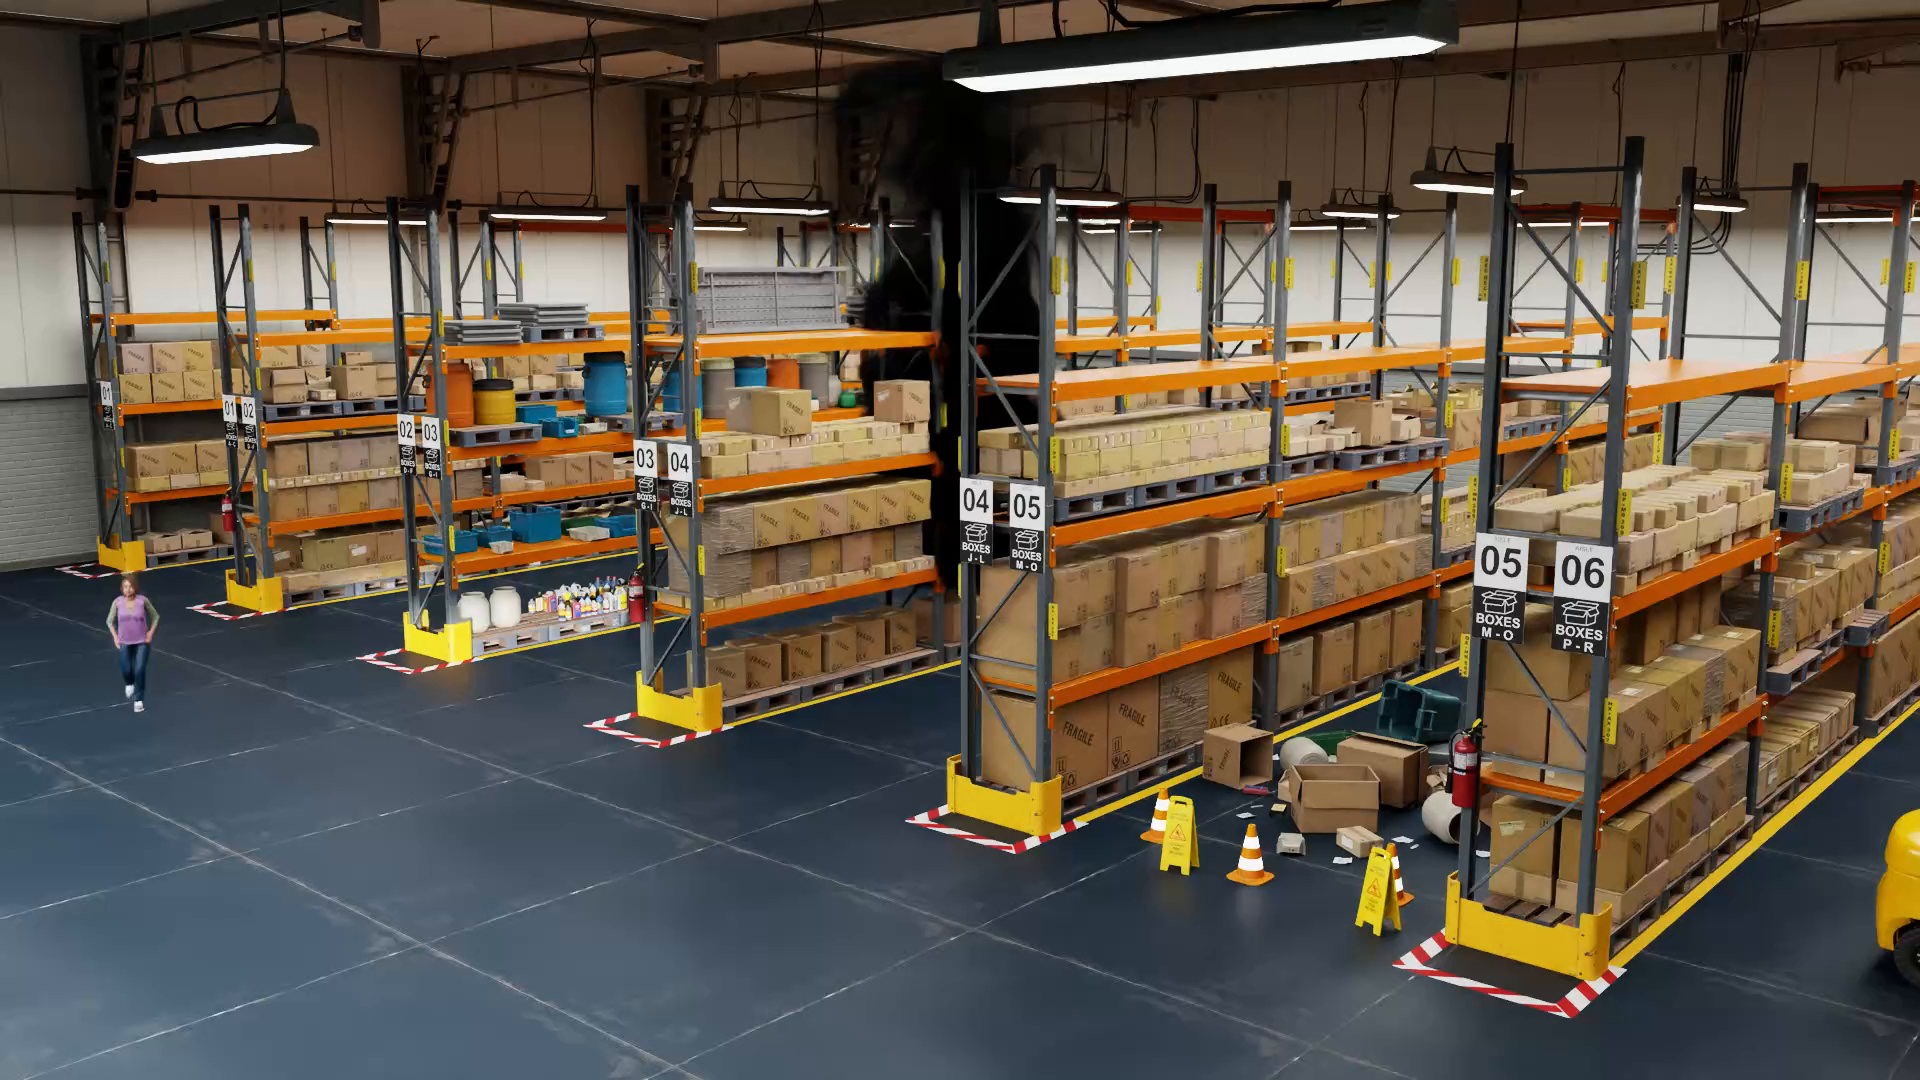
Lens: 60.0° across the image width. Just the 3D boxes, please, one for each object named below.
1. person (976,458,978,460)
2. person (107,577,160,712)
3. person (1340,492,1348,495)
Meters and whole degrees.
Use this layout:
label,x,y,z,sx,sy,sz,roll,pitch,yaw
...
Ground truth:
label,x,y,z,sx,sy,sz,roll,pitch,yaw
person,0.145,-1.429,34.672,0.582,1.826,0.885,5,11,29
person,-9.639,1.206,19.438,0.559,1.554,0.539,-4,10,-23
person,5.496,0.141,24.018,0.503,1.647,0.666,6,11,32
